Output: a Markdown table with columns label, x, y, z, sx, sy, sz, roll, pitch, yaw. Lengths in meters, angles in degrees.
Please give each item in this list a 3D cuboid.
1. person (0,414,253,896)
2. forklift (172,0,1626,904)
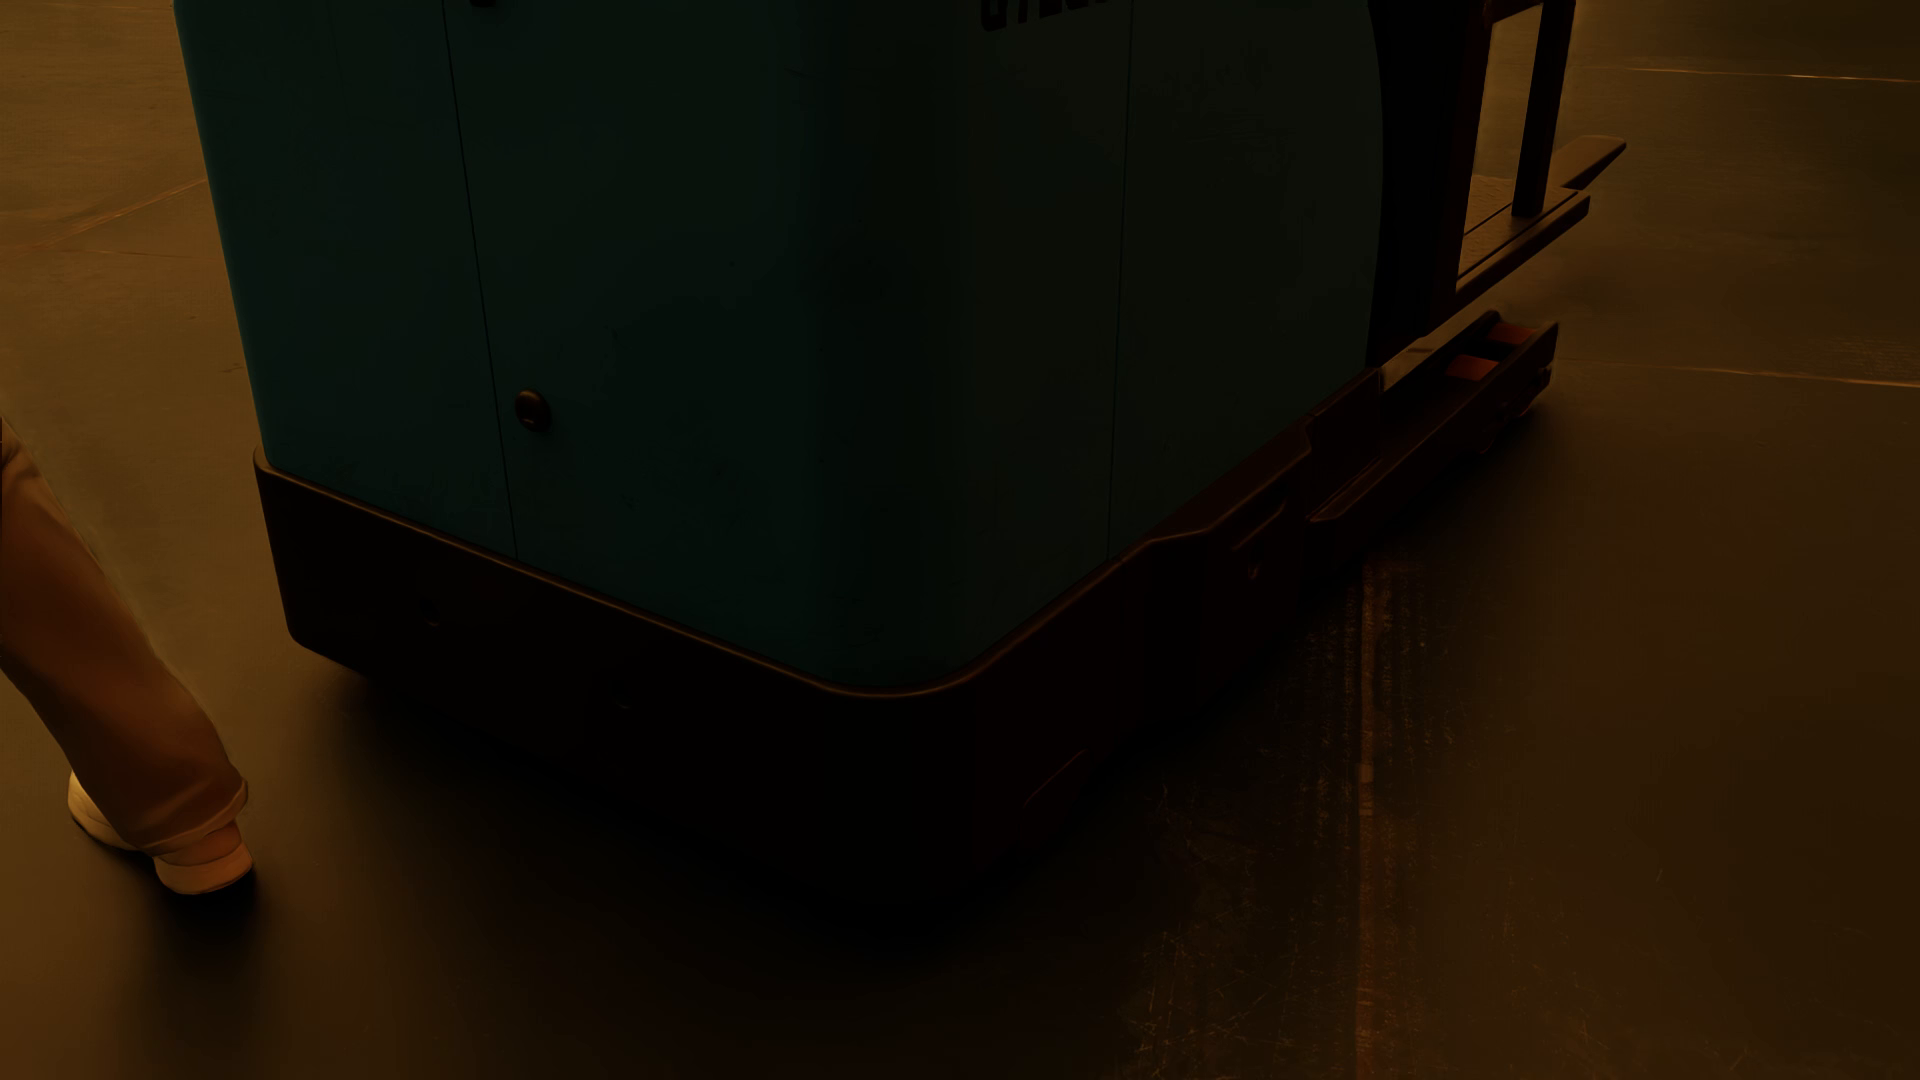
| label | x | y | z | sx | sy | sz | roll | pitch | yaw |
| --- | --- | --- | --- | --- | --- | --- | --- | --- | --- |
| person | -1.038 | -0.192 | 1.246 | 0.737 | 1.479 | 0.807 | 15 | 30 | 27 |
| forklift | 0.392 | -1.562 | 2.342 | 1.130 | 2.935 | 3.031 | 17 | 32 | 31 |
